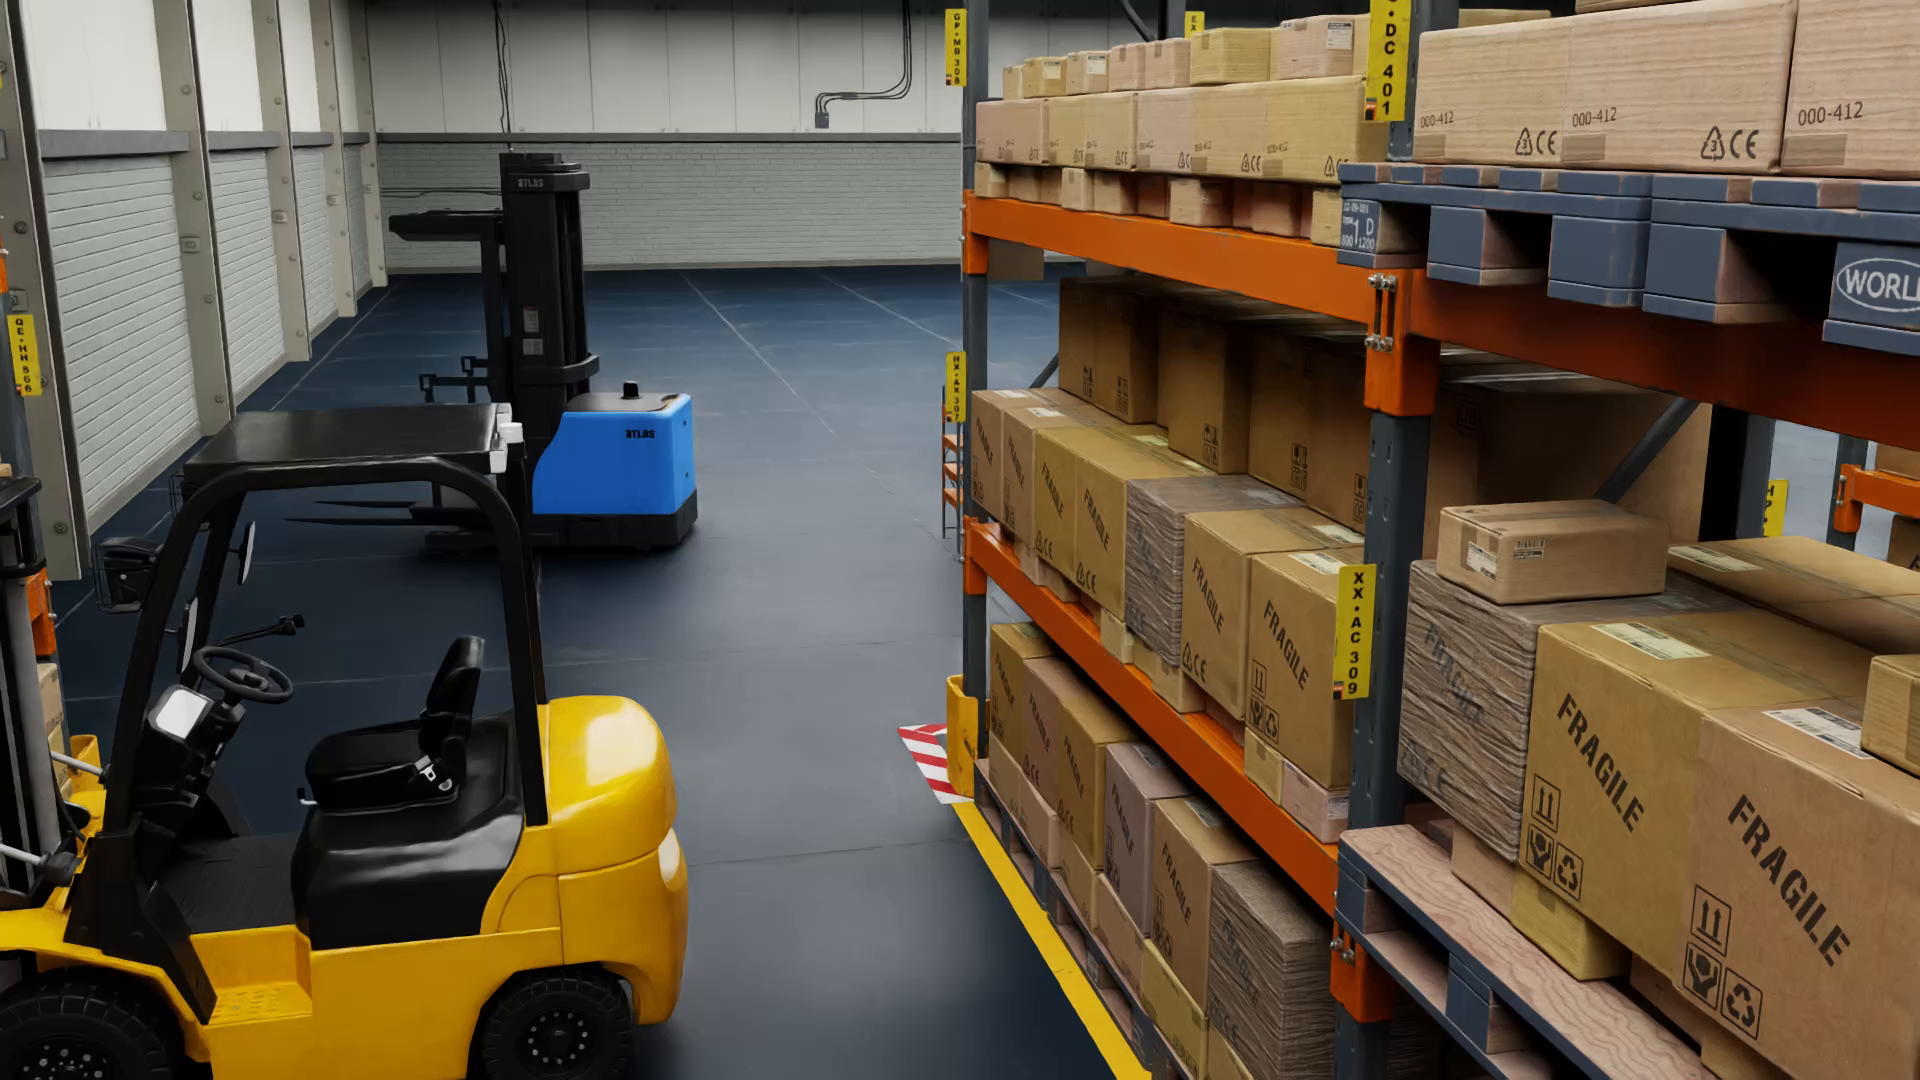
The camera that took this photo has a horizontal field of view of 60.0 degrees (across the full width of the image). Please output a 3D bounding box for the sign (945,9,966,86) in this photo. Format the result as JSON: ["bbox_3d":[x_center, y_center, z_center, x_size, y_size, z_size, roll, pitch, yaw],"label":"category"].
[{"bbox_3d":[-0.015,-2.169,7.324,0.100,0.325,0.005,-3,14,-13],"label":"sign"}]

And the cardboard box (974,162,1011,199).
[{"bbox_3d":[0.275,-1.558,7.194,0.380,0.149,0.250,-3,14,-13],"label":"cardboard box"}]

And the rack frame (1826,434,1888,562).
[{"bbox_3d":[5.301,-0.617,9.133,1.000,3.000,0.127,-3,14,-13],"label":"rack frame"}]

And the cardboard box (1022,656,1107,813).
[{"bbox_3d":[0.567,0.777,6.756,0.500,0.500,0.500,-4,14,-15],"label":"cardboard box"}]

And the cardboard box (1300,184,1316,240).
[{"bbox_3d":[1.108,-0.849,4.291,0.380,0.149,0.250,-3,14,-13],"label":"cardboard box"}]

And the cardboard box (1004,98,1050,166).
[{"bbox_3d":[0.481,-1.599,6.521,0.500,0.250,0.500,-3,14,-14],"label":"cardboard box"}]

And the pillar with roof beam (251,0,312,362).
[{"bbox_3d":[-5.066,-7.136,23.176,9.100,9.000,0.400,-3,14,-13],"label":"pillar with roof beam"}]

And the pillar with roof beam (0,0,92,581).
[{"bbox_3d":[-2.248,-4.368,11.845,9.100,9.000,0.400,-3,14,-13],"label":"pillar with roof beam"}]

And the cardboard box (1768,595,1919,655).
[{"bbox_3d":[1.902,0.416,3.182,0.500,0.500,0.500,-3,14,-13],"label":"cardboard box"}]

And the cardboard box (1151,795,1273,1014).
[{"bbox_3d":[0.931,1.134,5.296,0.500,0.500,0.500,-3,14,-12],"label":"cardboard box"}]

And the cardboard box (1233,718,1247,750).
[{"bbox_3d":[1.030,0.548,4.893,0.380,0.149,0.250,-3,14,-13],"label":"cardboard box"}]

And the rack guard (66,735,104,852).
[{"bbox_3d":[-4.317,1.168,7.091,1.175,0.500,0.348,-3,14,-13],"label":"rack guard"}]

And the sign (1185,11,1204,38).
[{"bbox_3d":[1.057,-2.231,7.555,0.100,0.325,0.005,-3,14,-13],"label":"sign"}]

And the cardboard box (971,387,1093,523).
[{"bbox_3d":[0.355,-0.386,7.350,0.500,0.500,0.500,-4,14,-14],"label":"cardboard box"}]

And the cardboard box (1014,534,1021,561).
[{"bbox_3d":[0.448,0.017,7.066,0.380,0.149,0.250,-4,14,-15],"label":"cardboard box"}]

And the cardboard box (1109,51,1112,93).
[{"bbox_3d":[0.725,-1.594,5.661,0.380,0.149,0.250,-3,14,-12],"label":"cardboard box"}]

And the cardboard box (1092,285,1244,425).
[{"bbox_3d":[0.957,-0.774,6.830,0.700,0.500,0.500,-3,14,-13],"label":"cardboard box"}]

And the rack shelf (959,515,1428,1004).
[{"bbox_3d":[0.983,0.493,6.105,1.077,0.370,4.000,-3,14,-13],"label":"rack shelf"}]

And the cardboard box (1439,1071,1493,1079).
[{"bbox_3d":[1.576,1.585,5.026,0.500,0.250,0.500,-4,14,-16],"label":"cardboard box"}]

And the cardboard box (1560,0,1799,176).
[{"bbox_3d":[1.320,-0.709,2.621,0.500,0.250,0.500,-3,14,-14],"label":"cardboard box"}]

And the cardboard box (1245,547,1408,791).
[{"bbox_3d":[1.106,0.323,4.447,0.500,0.500,0.500,-4,14,-15],"label":"cardboard box"}]

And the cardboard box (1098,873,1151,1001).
[{"bbox_3d":[0.802,1.375,5.886,0.500,0.250,0.500,-3,14,-12],"label":"cardboard box"}]

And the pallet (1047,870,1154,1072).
[{"bbox_3d":[0.970,1.525,6.242,1.003,0.211,1.213,-3,14,-13],"label":"pallet"}]

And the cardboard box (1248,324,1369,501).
[{"bbox_3d":[1.369,-0.424,5.398,0.700,0.500,0.500,-4,14,-14],"label":"cardboard box"}]

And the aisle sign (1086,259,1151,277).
[{"bbox_3d":[0.780,-1.611,7.724,0.394,0.787,0.004,-3,14,-13],"label":"aisle sign"}]

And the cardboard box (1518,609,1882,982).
[{"bbox_3d":[1.402,0.447,3.053,0.500,0.500,0.500,-3,14,-13],"label":"cardboard box"}]

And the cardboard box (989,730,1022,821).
[{"bbox_3d":[0.433,1.015,7.360,0.500,0.250,0.500,-3,14,-14],"label":"cardboard box"}]

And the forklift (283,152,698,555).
[{"bbox_3d":[-3.630,-1.440,12.646,3.031,2.935,1.130,0,14,1],"label":"forklift"}]

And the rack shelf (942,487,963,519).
[{"bbox_3d":[0.039,-0.286,12.691,0.258,0.148,0.480,-3,14,-13],"label":"rack shelf"}]

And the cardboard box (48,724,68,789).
[{"bbox_3d":[-3.893,0.943,6.601,0.500,0.250,0.500,-3,14,-14],"label":"cardboard box"}]

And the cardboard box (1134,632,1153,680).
[{"bbox_3d":[0.808,0.375,5.602,0.380,0.149,0.250,-4,14,-14],"label":"cardboard box"}]

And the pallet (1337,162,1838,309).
[{"bbox_3d":[1.494,-0.613,3.190,1.213,0.211,1.003,-3,14,-13],"label":"pallet"}]

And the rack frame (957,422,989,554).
[{"bbox_3d":[0.096,-0.488,12.398,0.240,1.200,0.015,-3,14,-13],"label":"rack frame"}]

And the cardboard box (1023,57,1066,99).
[{"bbox_3d":[0.458,-1.767,6.366,0.380,0.149,0.250,-3,14,-13],"label":"cardboard box"}]

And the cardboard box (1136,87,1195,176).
[{"bbox_3d":[0.862,-1.246,5.074,0.500,0.250,0.500,-4,14,-14],"label":"cardboard box"}]

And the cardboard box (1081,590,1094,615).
[{"bbox_3d":[0.677,0.194,6.343,0.380,0.149,0.250,-3,14,-11],"label":"cardboard box"}]

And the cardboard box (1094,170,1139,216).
[{"bbox_3d":[0.684,-1.202,5.736,0.380,0.149,0.250,-4,14,-15],"label":"cardboard box"}]

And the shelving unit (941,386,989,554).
[{"bbox_3d":[0.039,-0.545,12.628,0.258,1.200,0.503,-3,14,-13],"label":"shelving unit"}]

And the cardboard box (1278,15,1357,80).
[{"bbox_3d":[1.030,-1.234,4.188,0.380,0.149,0.250,-4,14,-15],"label":"cardboard box"}]

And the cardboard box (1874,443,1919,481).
[{"bbox_3d":[5.432,-0.607,8.775,0.875,0.550,0.550,-3,14,-13],"label":"cardboard box"}]

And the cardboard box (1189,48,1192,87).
[{"bbox_3d":[0.906,-1.418,4.940,0.380,0.149,0.250,-4,14,-14],"label":"cardboard box"}]

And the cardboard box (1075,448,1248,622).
[{"bbox_3d":[0.727,-0.033,5.903,0.500,0.500,0.500,-4,14,-14],"label":"cardboard box"}]

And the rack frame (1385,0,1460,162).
[{"bbox_3d":[1.452,-2.309,3.419,1.000,3.000,0.127,-3,14,-13],"label":"rack frame"}]

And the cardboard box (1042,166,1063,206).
[{"bbox_3d":[0.535,-1.384,6.481,0.380,0.149,0.250,-3,14,-14],"label":"cardboard box"}]

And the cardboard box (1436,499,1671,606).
[{"bbox_3d":[1.219,0.021,3.432,0.380,0.149,0.250,-3,14,-13],"label":"cardboard box"}]

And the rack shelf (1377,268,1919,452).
[{"bbox_3d":[1.922,-0.041,1.972,1.077,0.370,4.000,-3,14,-13],"label":"rack shelf"}]

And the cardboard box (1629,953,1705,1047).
[{"bbox_3d":[1.466,0.787,3.029,0.380,0.149,0.250,-2,14,-10],"label":"cardboard box"}]

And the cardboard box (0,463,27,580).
[{"bbox_3d":[-3.940,0.010,6.355,0.500,0.500,0.500,-4,14,-14],"label":"cardboard box"}]

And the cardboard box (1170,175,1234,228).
[{"bbox_3d":[0.854,-1.024,5.008,0.380,0.149,0.250,-3,14,-12],"label":"cardboard box"}]

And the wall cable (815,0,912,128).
[{"bbox_3d":[-2.244,-12.595,38.355,2.305,6.003,0.169,-3,14,-13],"label":"wall cable"}]
